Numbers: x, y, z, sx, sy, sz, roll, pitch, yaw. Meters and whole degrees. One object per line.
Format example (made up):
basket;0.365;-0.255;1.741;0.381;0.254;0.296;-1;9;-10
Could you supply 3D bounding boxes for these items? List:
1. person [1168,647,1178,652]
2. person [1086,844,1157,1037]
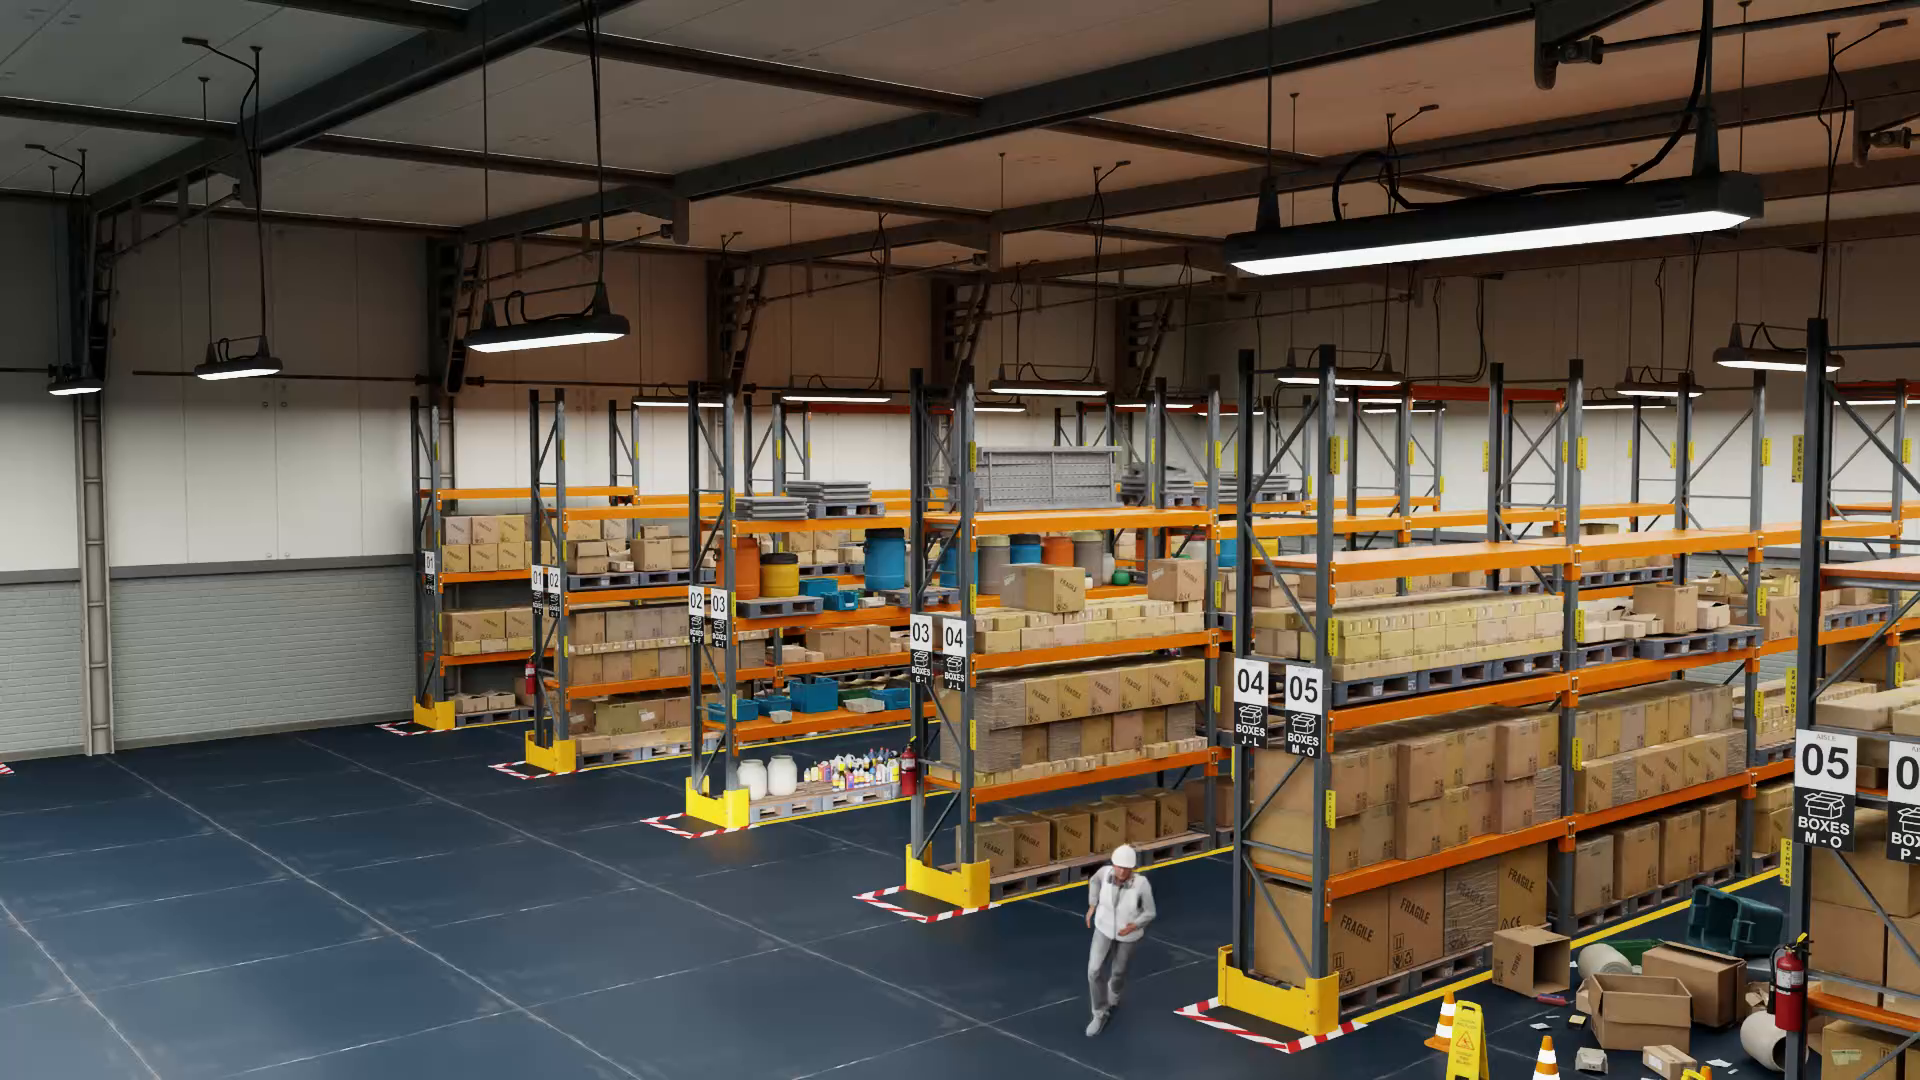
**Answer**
person;4.074;2.555;30.456;0.839;1.735;0.665;-1;4;-18
person;1.443;3.464;14.721;0.651;1.687;0.968;1;4;16
